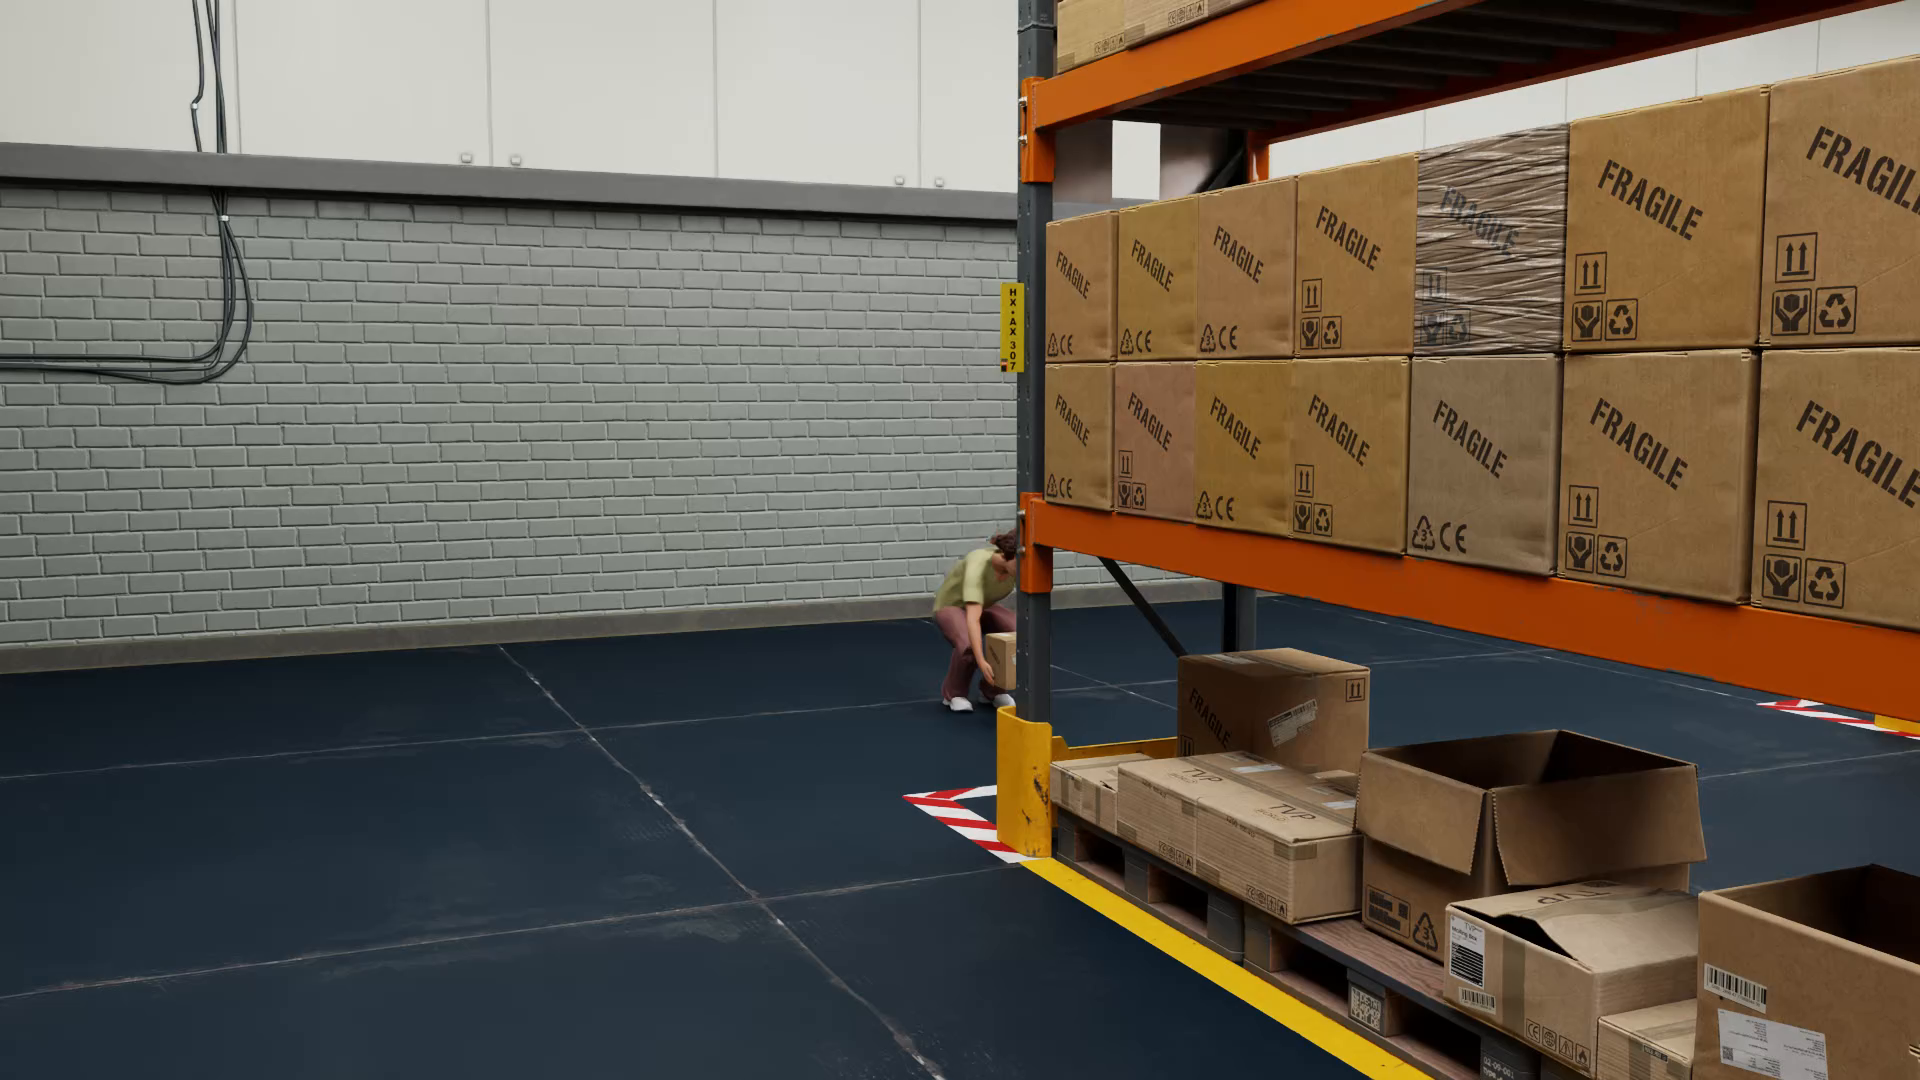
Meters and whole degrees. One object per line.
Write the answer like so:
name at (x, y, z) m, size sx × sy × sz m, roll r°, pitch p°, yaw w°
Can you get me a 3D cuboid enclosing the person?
person at (0.165, 0.411, 8.778) m, size 0.497 × 0.991 × 0.774 m, roll -2°, pitch 6°, yaw -24°
